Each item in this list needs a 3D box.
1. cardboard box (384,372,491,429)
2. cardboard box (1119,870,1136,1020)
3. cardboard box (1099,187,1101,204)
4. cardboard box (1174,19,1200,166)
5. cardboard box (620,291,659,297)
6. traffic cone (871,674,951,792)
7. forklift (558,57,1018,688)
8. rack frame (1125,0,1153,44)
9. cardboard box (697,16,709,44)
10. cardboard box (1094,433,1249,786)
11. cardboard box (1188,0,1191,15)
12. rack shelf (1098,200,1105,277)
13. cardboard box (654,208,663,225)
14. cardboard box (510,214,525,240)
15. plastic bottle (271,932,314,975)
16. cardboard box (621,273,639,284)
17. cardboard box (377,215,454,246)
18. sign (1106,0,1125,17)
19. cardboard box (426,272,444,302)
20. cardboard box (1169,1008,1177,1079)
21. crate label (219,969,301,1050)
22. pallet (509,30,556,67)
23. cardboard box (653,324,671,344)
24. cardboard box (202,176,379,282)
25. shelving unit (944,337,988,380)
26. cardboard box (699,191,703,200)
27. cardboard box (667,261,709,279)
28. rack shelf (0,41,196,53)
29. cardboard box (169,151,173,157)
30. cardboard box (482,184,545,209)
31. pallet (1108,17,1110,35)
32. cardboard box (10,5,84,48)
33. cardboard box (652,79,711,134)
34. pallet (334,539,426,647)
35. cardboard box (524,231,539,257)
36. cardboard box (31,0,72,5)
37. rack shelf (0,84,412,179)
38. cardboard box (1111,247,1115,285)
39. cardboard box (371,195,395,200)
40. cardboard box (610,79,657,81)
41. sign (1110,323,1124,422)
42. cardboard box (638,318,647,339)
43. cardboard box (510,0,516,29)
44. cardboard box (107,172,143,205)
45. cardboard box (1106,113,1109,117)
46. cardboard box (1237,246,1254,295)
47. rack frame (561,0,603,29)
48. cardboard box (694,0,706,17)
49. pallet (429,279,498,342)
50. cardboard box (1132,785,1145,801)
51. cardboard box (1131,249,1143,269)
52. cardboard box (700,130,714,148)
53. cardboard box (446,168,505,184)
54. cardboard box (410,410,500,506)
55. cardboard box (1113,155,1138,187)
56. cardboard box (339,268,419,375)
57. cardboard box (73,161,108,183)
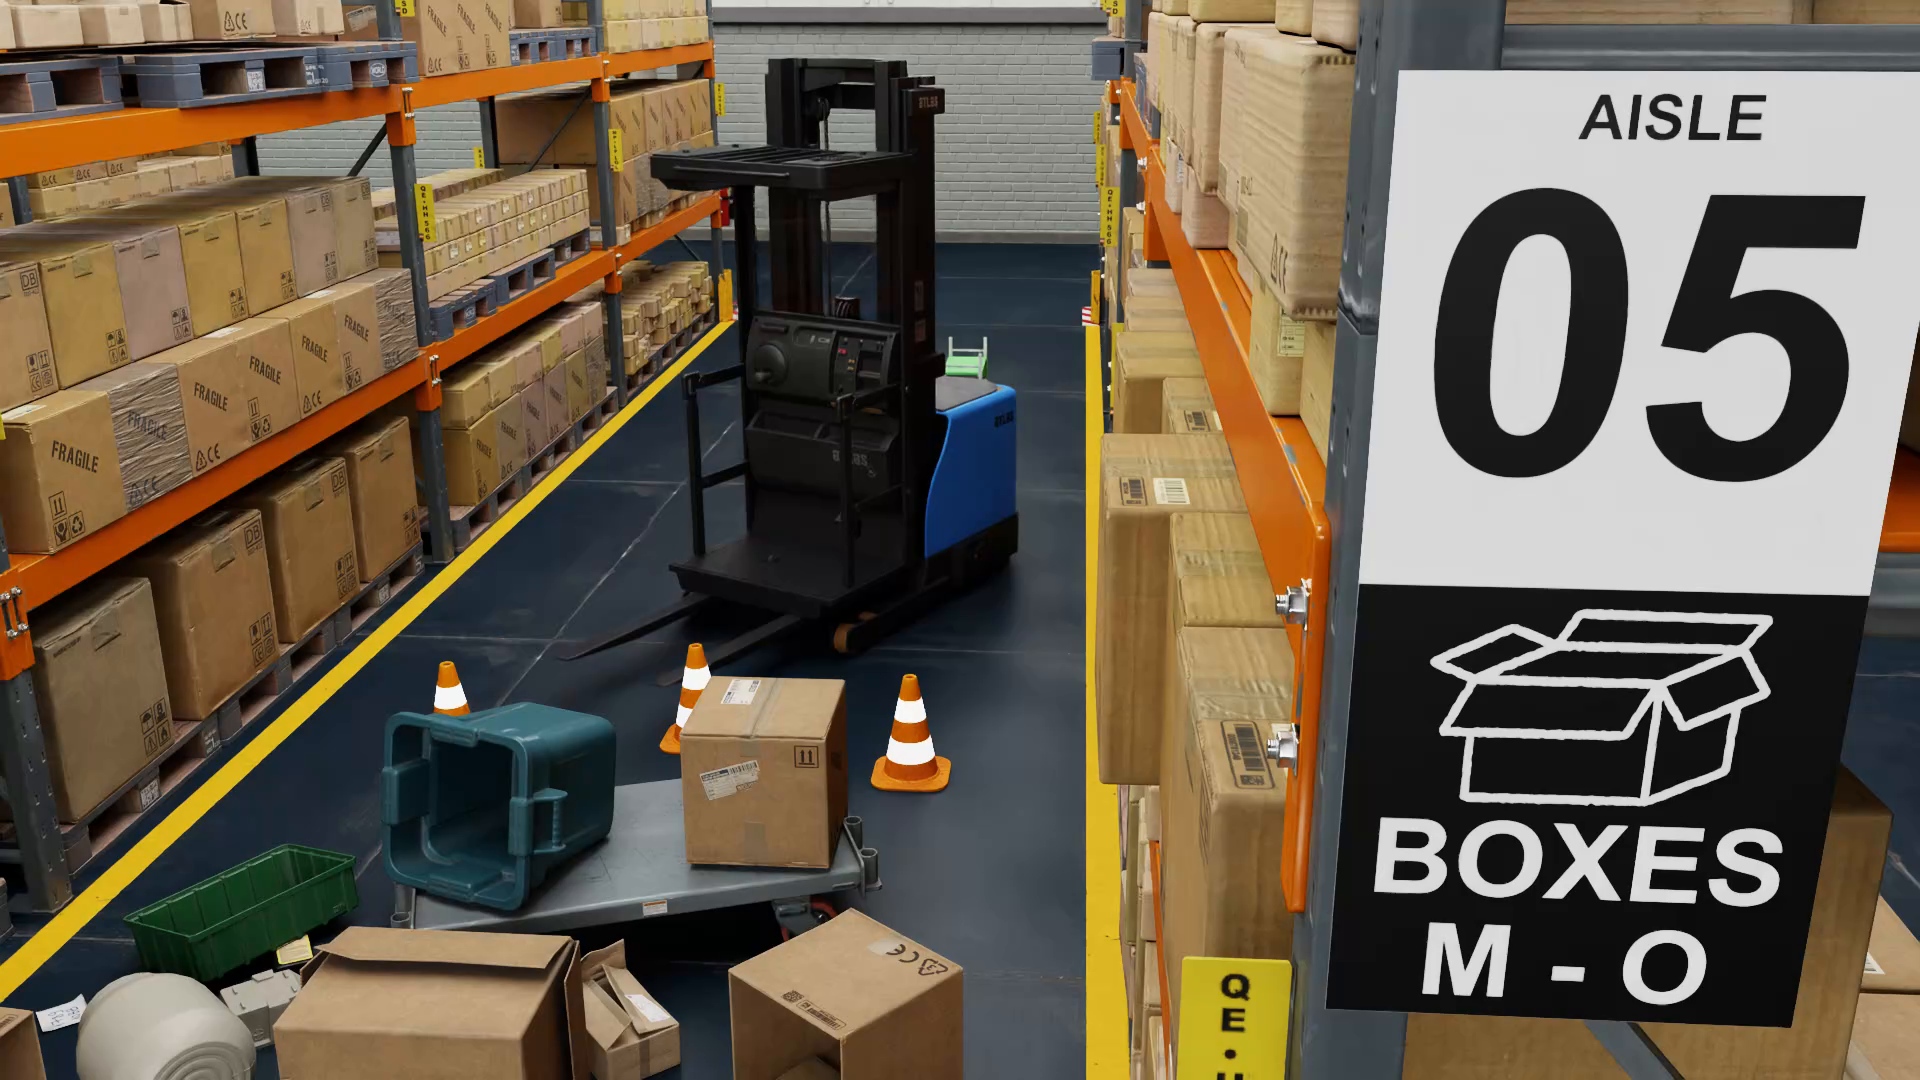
[{"bbox_3d":[-3.272,-0.880,10.426,0.500,0.250,0.500,0,18,1],"label":"cardboard box"},{"bbox_3d":[0.783,1.303,5.371,0.500,0.250,0.500,0,18,1],"label":"cardboard box"},{"bbox_3d":[1.634,-3.613,16.472,0.500,0.500,0.500,1,18,3],"label":"cardboard box"},{"bbox_3d":[0.679,-0.874,3.219,0.500,0.250,0.500,1,18,4],"label":"cardboard box"},{"bbox_3d":[-2.964,-2.184,15.220,0.380,0.149,0.250,1,18,2],"label":"cardboard box"},{"bbox_3d":[-0.213,0.808,7.215,0.336,0.463,0.334,1,18,4],"label":"traffic cone"},{"bbox_3d":[-0.854,-0.962,8.653,1.130,2.935,3.031,11,21,30],"label":"forklift"},{"bbox_3d":[1.381,-4.075,8.406,1.000,3.000,0.127,1,18,4],"label":"rack frame"},{"bbox_3d":[-2.758,-4.994,16.272,0.500,0.250,0.500,1,18,3],"label":"cardboard box"},{"bbox_3d":[0.605,0.116,3.009,0.700,0.500,0.500,1,18,3],"label":"cardboard box"},{"bbox_3d":[0.716,-1.253,3.737,0.380,0.149,0.250,1,18,2],"label":"cardboard box"},{"bbox_3d":[1.812,-2.745,15.139,1.077,0.370,4.000,1,18,4],"label":"rack shelf"},{"bbox_3d":[-2.884,-2.917,14.910,0.380,0.149,0.250,2,18,6],"label":"cardboard box"},{"bbox_3d":[-3.222,-2.154,11.430,0.380,0.149,0.250,2,18,6],"label":"cardboard box"},{"bbox_3d":[-2.364,1.455,5.883,0.133,0.061,0.283,-9,20,-25],"label":"plastic bottle"},{"bbox_3d":[-3.347,-2.517,16.237,0.380,0.149,0.250,0,18,1],"label":"cardboard box"},{"bbox_3d":[-3.320,-1.888,10.143,0.380,0.149,0.250,1,18,2],"label":"cardboard box"},{"bbox_3d":[0.828,-2.947,8.826,0.100,0.325,0.005,1,18,4],"label":"sign"},{"bbox_3d":[-3.330,-1.517,9.966,0.380,0.149,0.250,1,18,3],"label":"cardboard box"},{"bbox_3d":[0.613,0.742,2.703,0.500,0.500,0.500,1,18,4],"label":"cardboard box"},{"bbox_3d":[-2.300,1.543,5.493,0.298,0.136,0.250,-13,22,-34],"label":"crate label"},{"bbox_3d":[-3.498,-3.370,11.374,1.213,0.211,1.003,1,18,4],"label":"pallet"},{"bbox_3d":[-2.877,-1.900,15.308,0.380,0.149,0.250,1,18,2],"label":"cardboard box"},{"bbox_3d":[-3.605,-1.686,8.986,0.700,0.500,0.500,1,18,4],"label":"cardboard box"},{"bbox_3d":[0.031,-0.630,10.419,0.258,1.200,0.503,1,18,4],"label":"shelving unit"},{"bbox_3d":[-2.786,-3.484,16.642,0.380,0.149,0.250,1,18,4],"label":"cardboard box"},{"bbox_3d":[-2.775,-2.745,16.931,0.380,0.149,0.250,1,18,5],"label":"cardboard box"},{"bbox_3d":[-8.073,-4.392,15.347,1.077,0.370,4.000,1,18,4],"label":"rack shelf"},{"bbox_3d":[-8.233,-3.857,17.139,0.500,0.250,0.500,1,18,2],"label":"cardboard box"},{"bbox_3d":[-3.189,-2.458,11.879,0.380,0.149,0.250,1,18,2],"label":"cardboard box"},{"bbox_3d":[1.912,-4.861,15.766,1.003,0.211,1.213,1,18,4],"label":"pallet"},{"bbox_3d":[-3.528,-1.930,6.248,0.250,0.149,0.380,1,18,4],"label":"cardboard box"},{"bbox_3d":[-2.774,-4.304,16.496,0.500,0.500,0.500,1,18,3],"label":"cardboard box"},{"bbox_3d":[-3.695,0.265,9.274,1.003,0.211,1.213,1,18,4],"label":"pallet"},{"bbox_3d":[-3.198,-2.093,11.722,0.380,0.149,0.250,2,18,6],"label":"cardboard box"},{"bbox_3d":[-3.944,-2.240,6.933,0.500,0.311,0.500,1,18,2],"label":"cardboard box"},{"bbox_3d":[-3.706,-1.765,7.331,1.077,0.370,4.000,1,18,4],"label":"rack shelf"},{"bbox_3d":[1.196,-1.705,10.249,0.500,0.250,0.500,1,18,2],"label":"cardboard box"},{"bbox_3d":[-3.890,-2.230,11.184,0.380,0.149,0.250,2,18,7],"label":"cardboard box"},{"bbox_3d":[-3.287,-4.318,16.540,0.500,0.500,0.500,1,18,4],"label":"cardboard box"},{"bbox_3d":[0.541,-0.543,5.403,0.100,0.325,0.005,1,18,4],"label":"sign"},{"bbox_3d":[-2.999,-1.878,14.762,0.380,0.149,0.250,0,18,1],"label":"cardboard box"},{"bbox_3d":[-3.549,-3.859,12.035,0.500,0.311,0.500,1,18,3],"label":"cardboard box"},{"bbox_3d":[-7.849,-3.213,15.174,0.500,0.250,0.500,2,18,5],"label":"cardboard box"},{"bbox_3d":[1.471,-3.299,13.907,0.500,0.500,0.500,1,18,3],"label":"cardboard box"},{"bbox_3d":[0.648,-0.478,2.650,0.380,0.149,0.250,1,18,3],"label":"cardboard box"},{"bbox_3d":[-3.276,-5.396,12.439,1.000,3.000,0.127,1,18,4],"label":"rack frame"},{"bbox_3d":[-2.769,-5.230,16.189,0.500,0.250,0.500,1,18,2],"label":"cardboard box"},{"bbox_3d":[-3.618,-1.435,10.294,1.213,0.211,1.003,1,18,4],"label":"pallet"},{"bbox_3d":[0.714,0.676,5.039,0.380,0.149,0.250,2,18,5],"label":"cardboard box"},{"bbox_3d":[1.013,-0.995,7.331,0.500,0.500,0.500,1,18,2],"label":"cardboard box"},{"bbox_3d":[-2.765,-3.831,16.659,0.500,0.500,0.500,2,18,5],"label":"cardboard box"},{"bbox_3d":[-3.763,-2.796,12.912,0.380,0.149,0.250,2,18,7],"label":"cardboard box"},{"bbox_3d":[-3.258,-0.529,10.559,0.500,0.500,0.500,1,18,2],"label":"cardboard box"},{"bbox_3d":[1.186,-2.072,10.164,0.500,0.500,0.500,2,18,5],"label":"cardboard box"},{"bbox_3d":[-3.328,-1.204,9.121,0.500,0.500,0.500,1,18,4],"label":"cardboard box"},{"bbox_3d":[-7.884,-3.410,14.570,0.500,0.500,0.500,1,18,4],"label":"cardboard box"}]
